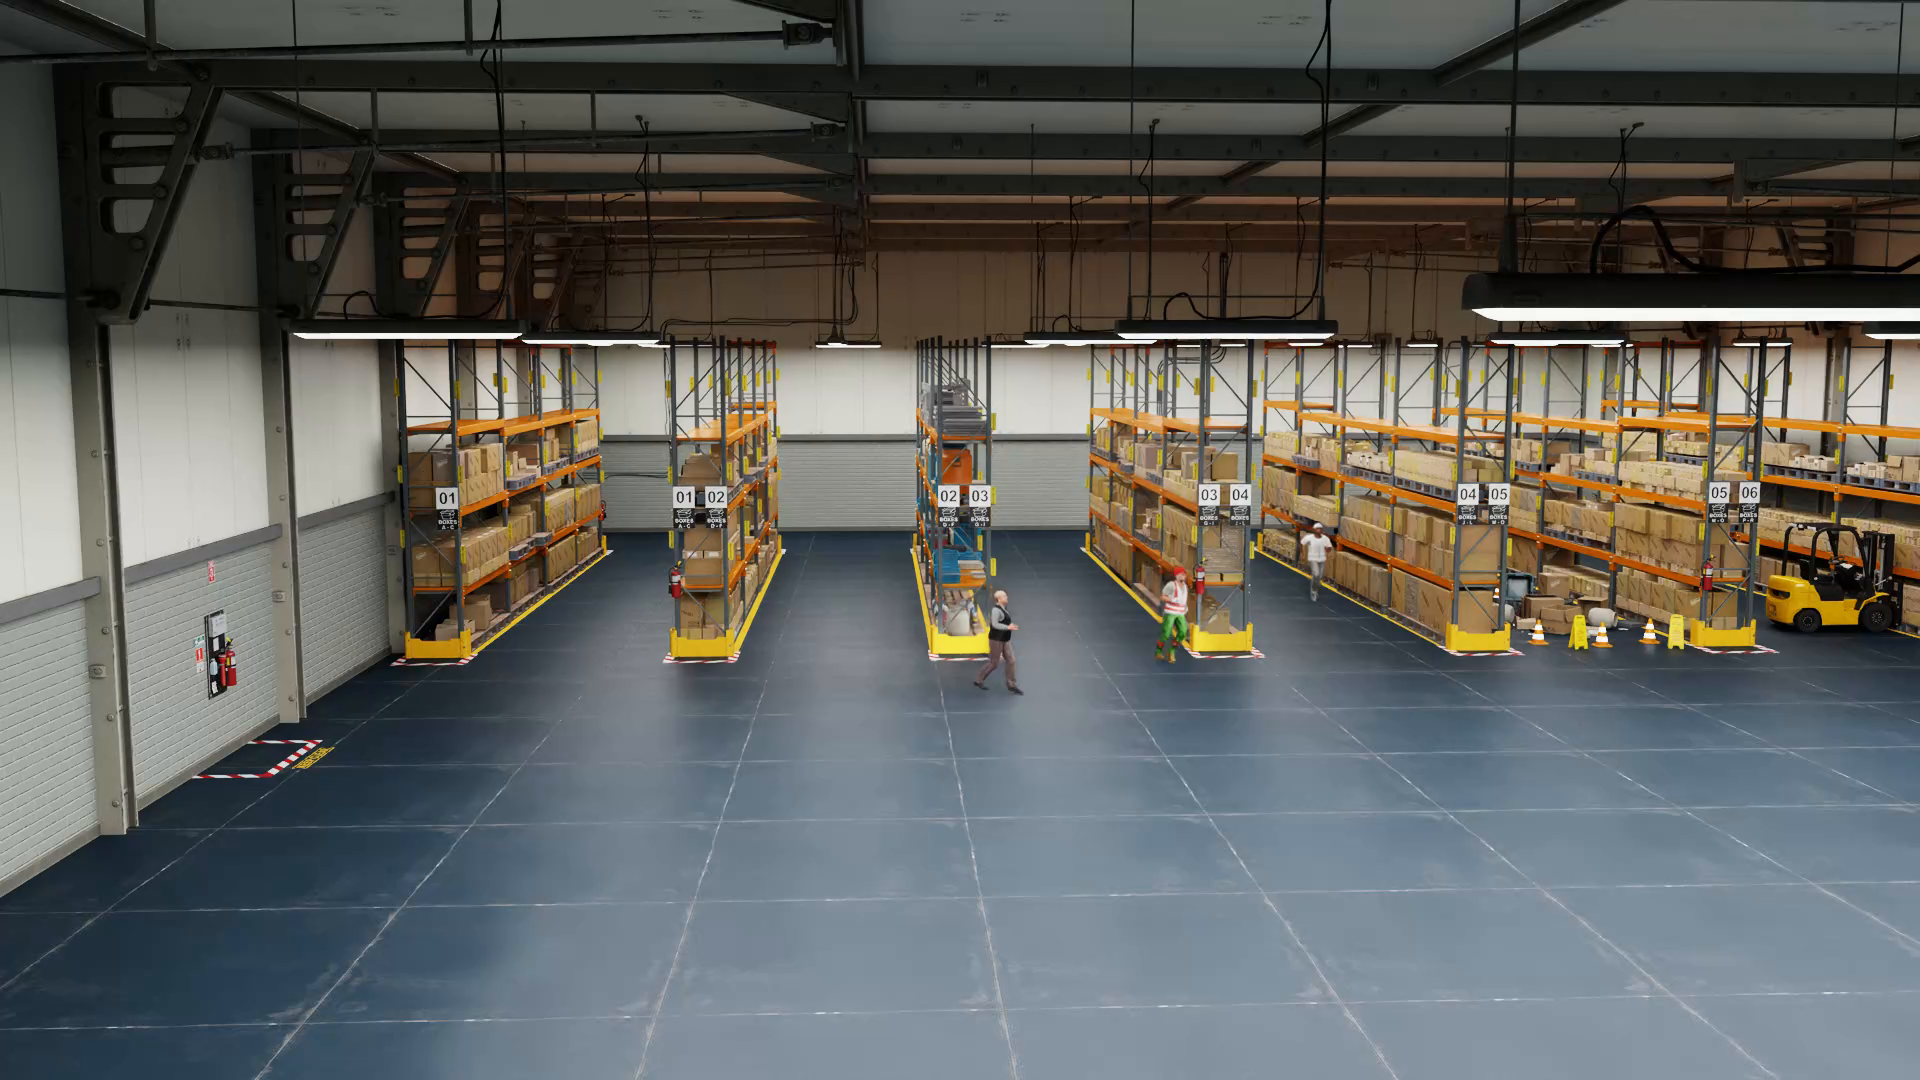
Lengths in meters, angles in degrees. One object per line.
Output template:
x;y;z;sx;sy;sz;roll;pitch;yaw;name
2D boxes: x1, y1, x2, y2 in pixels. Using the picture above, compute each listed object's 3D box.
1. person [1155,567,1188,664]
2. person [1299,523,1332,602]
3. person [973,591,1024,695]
3.999;1.382;30.665;0.657;1.776;0.683;-3;7;-23;person
8.209;0.510;38.246;0.667;1.823;0.751;-1;7;-11;person
0.636;1.755;27.778;0.854;1.683;0.645;2;7;20;person
